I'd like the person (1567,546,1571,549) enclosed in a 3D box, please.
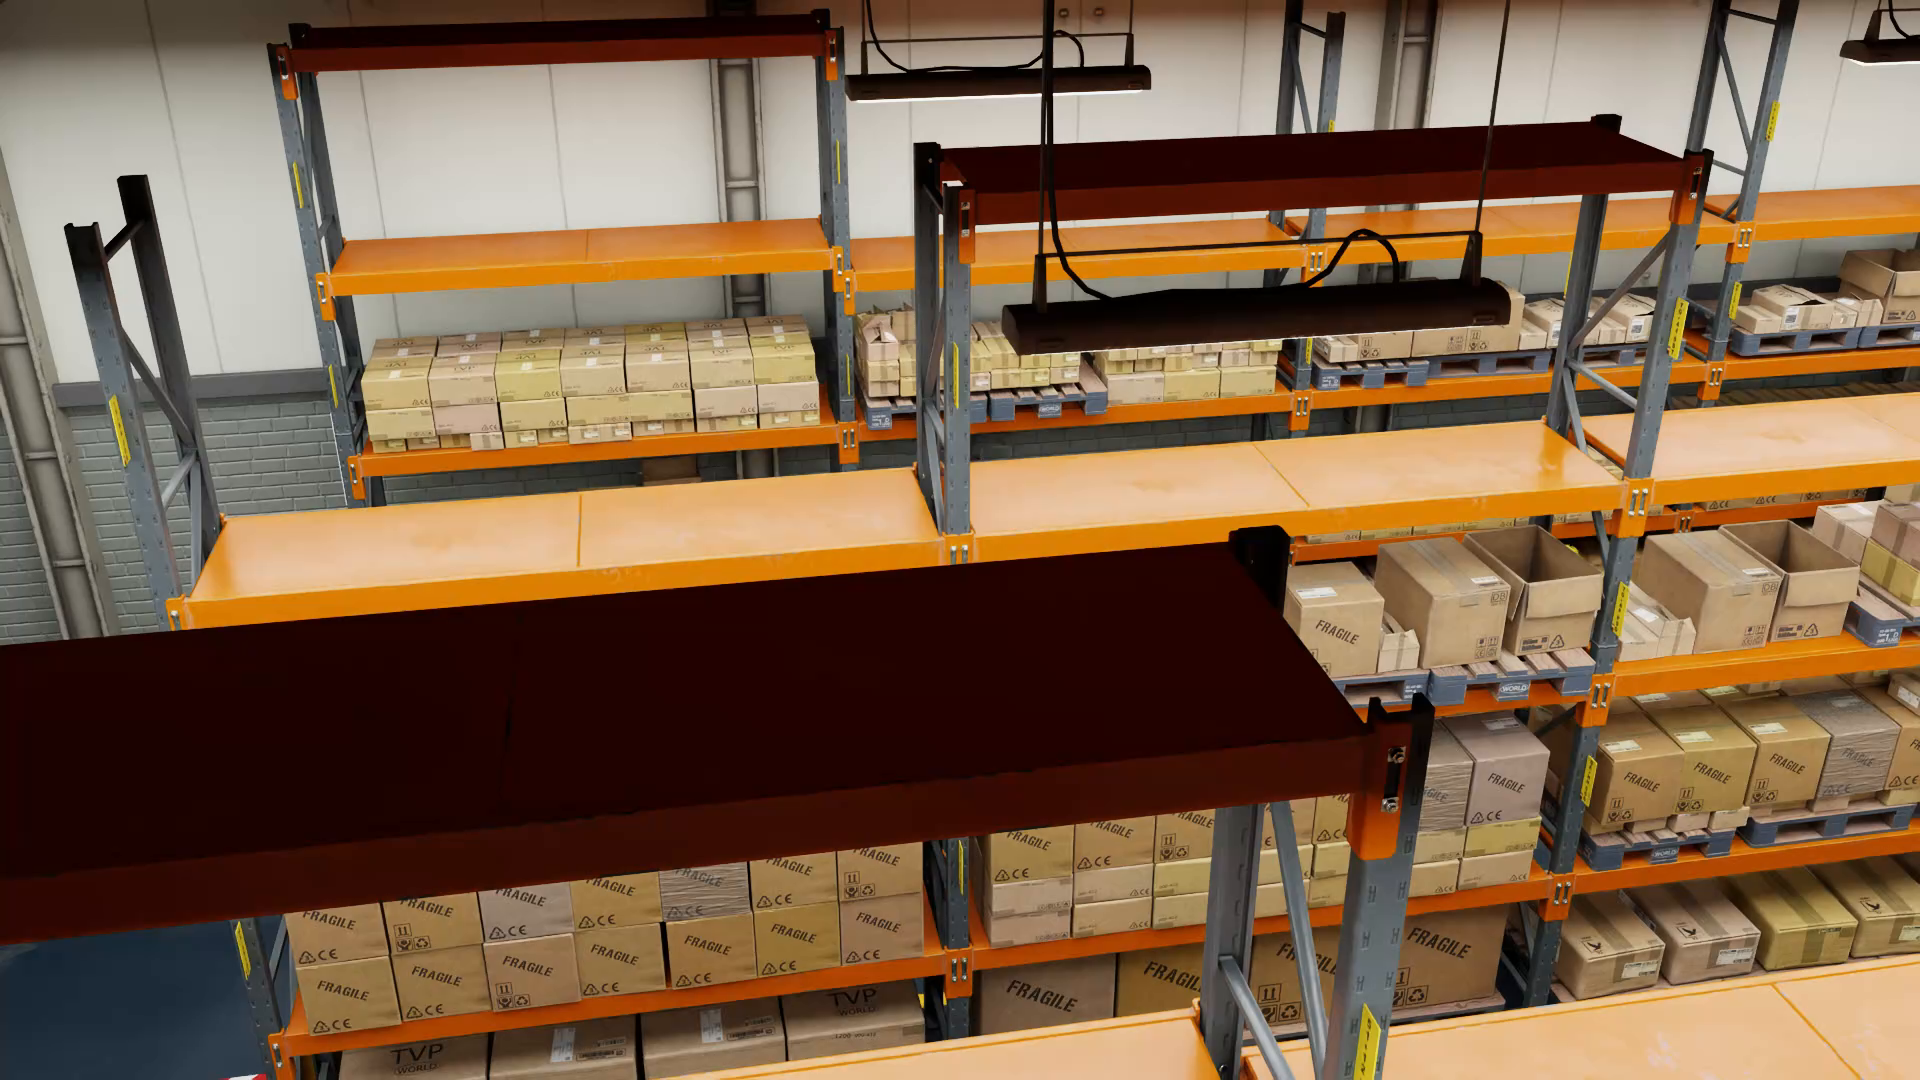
[{"bbox_3d":[5.105,0.863,14.485,0.692,1.798,0.560,-10,28,-20],"label":"person"}]
